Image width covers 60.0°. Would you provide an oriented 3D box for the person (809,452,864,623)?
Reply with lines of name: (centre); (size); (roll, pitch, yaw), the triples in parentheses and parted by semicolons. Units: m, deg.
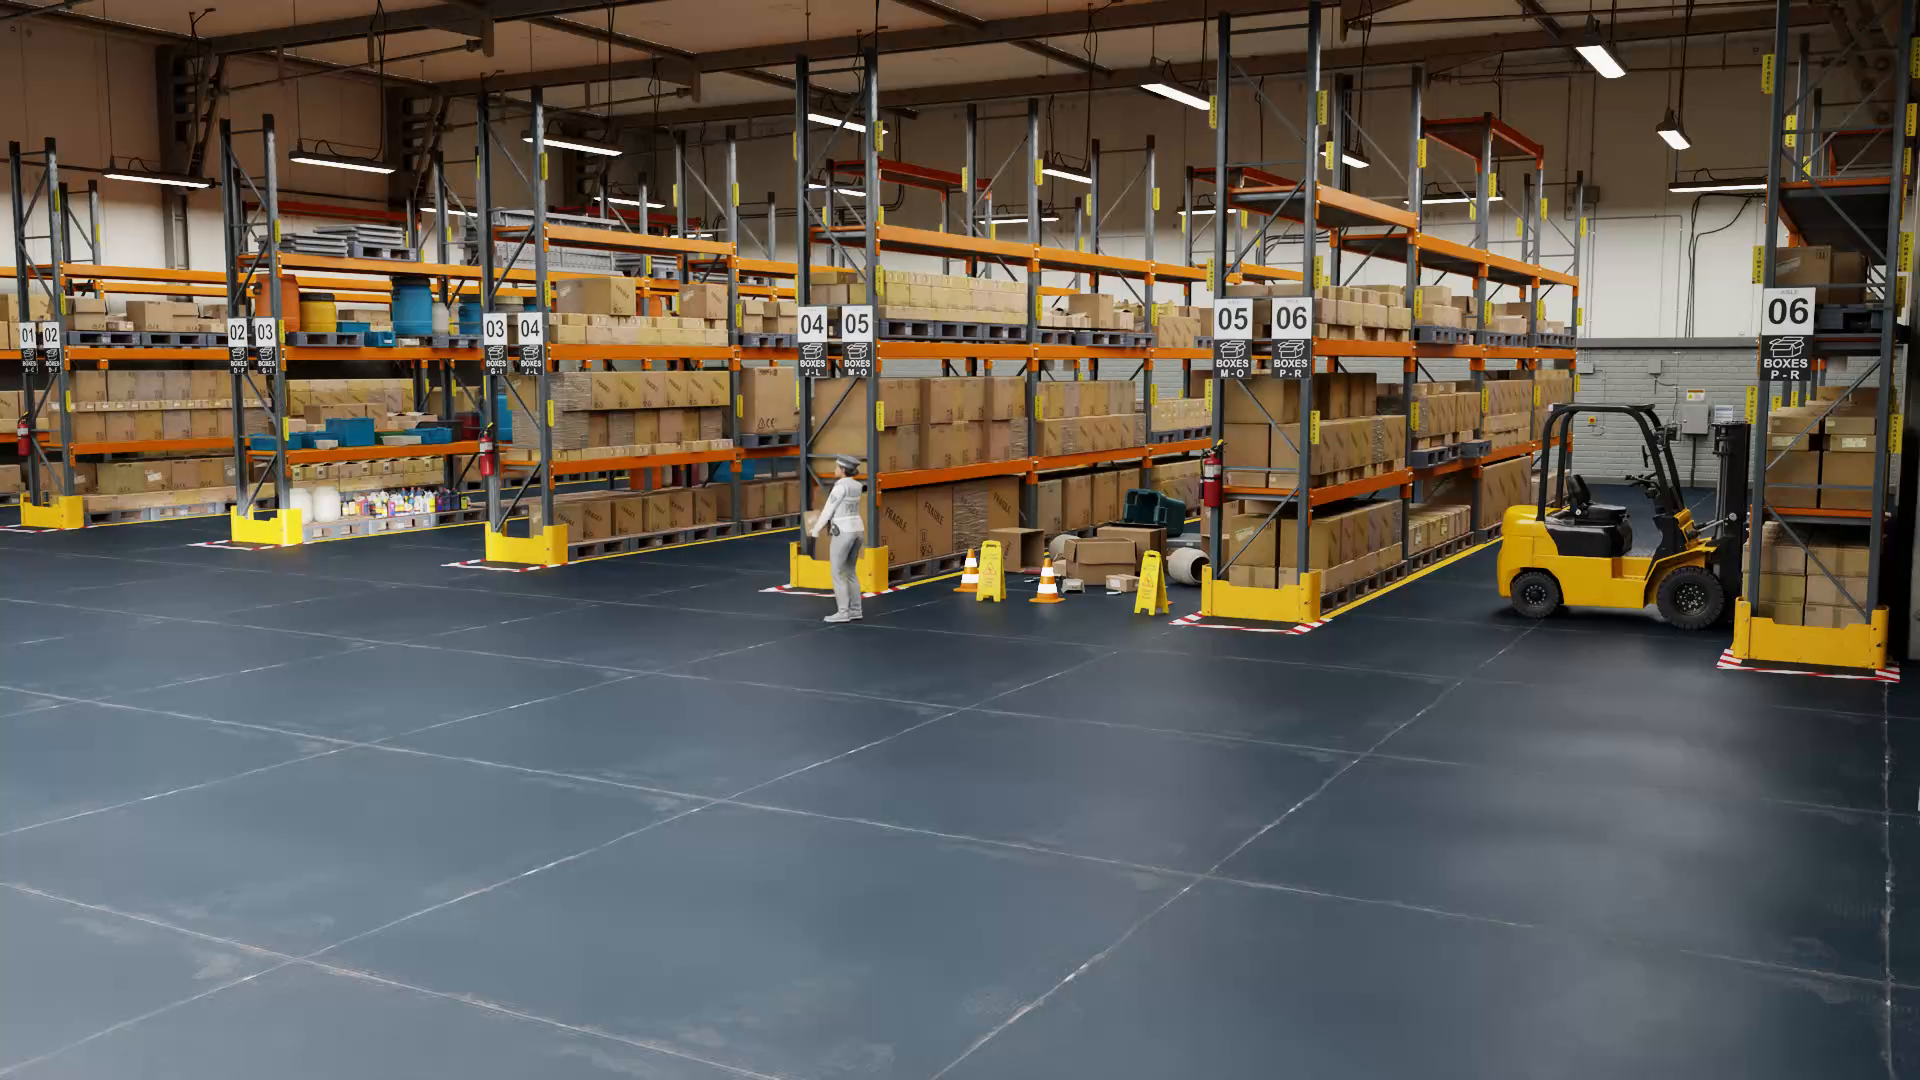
person: (-1.219, -0.032, 16.581); (0.515, 1.691, 0.433); (3, 7, 28)
